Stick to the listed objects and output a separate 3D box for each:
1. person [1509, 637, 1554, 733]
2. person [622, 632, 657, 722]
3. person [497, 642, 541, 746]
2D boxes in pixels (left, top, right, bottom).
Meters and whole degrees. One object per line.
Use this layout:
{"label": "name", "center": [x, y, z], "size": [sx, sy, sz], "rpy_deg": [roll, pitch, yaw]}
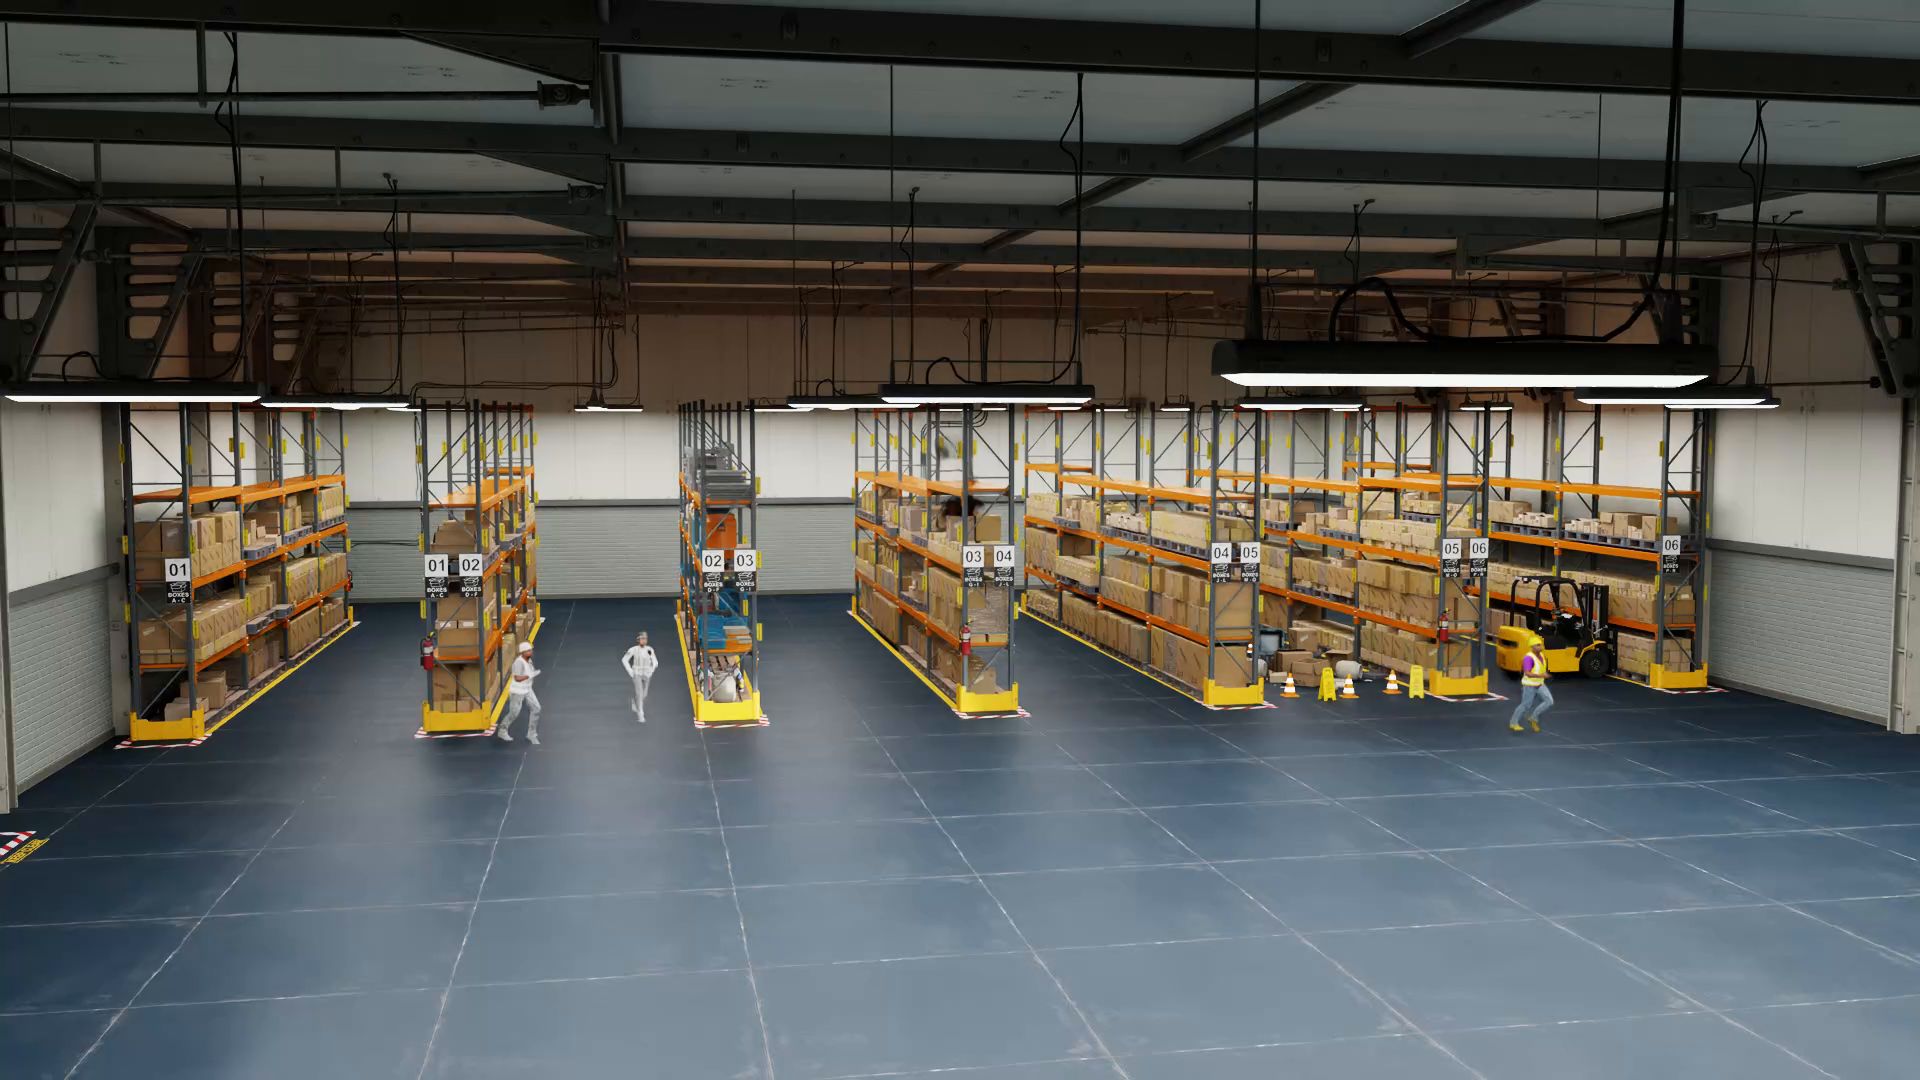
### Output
{"label": "person", "center": [10.299, 2.590, 29.785], "size": [0.719, 1.728, 0.840], "rpy_deg": [-3, 5, -36]}
{"label": "person", "center": [-6.022, 2.559, 31.310], "size": [0.657, 1.692, 0.790], "rpy_deg": [-3, 5, -32]}
{"label": "person", "center": [-7.626, 2.679, 28.778], "size": [0.872, 1.843, 0.656], "rpy_deg": [1, 4, 16]}
